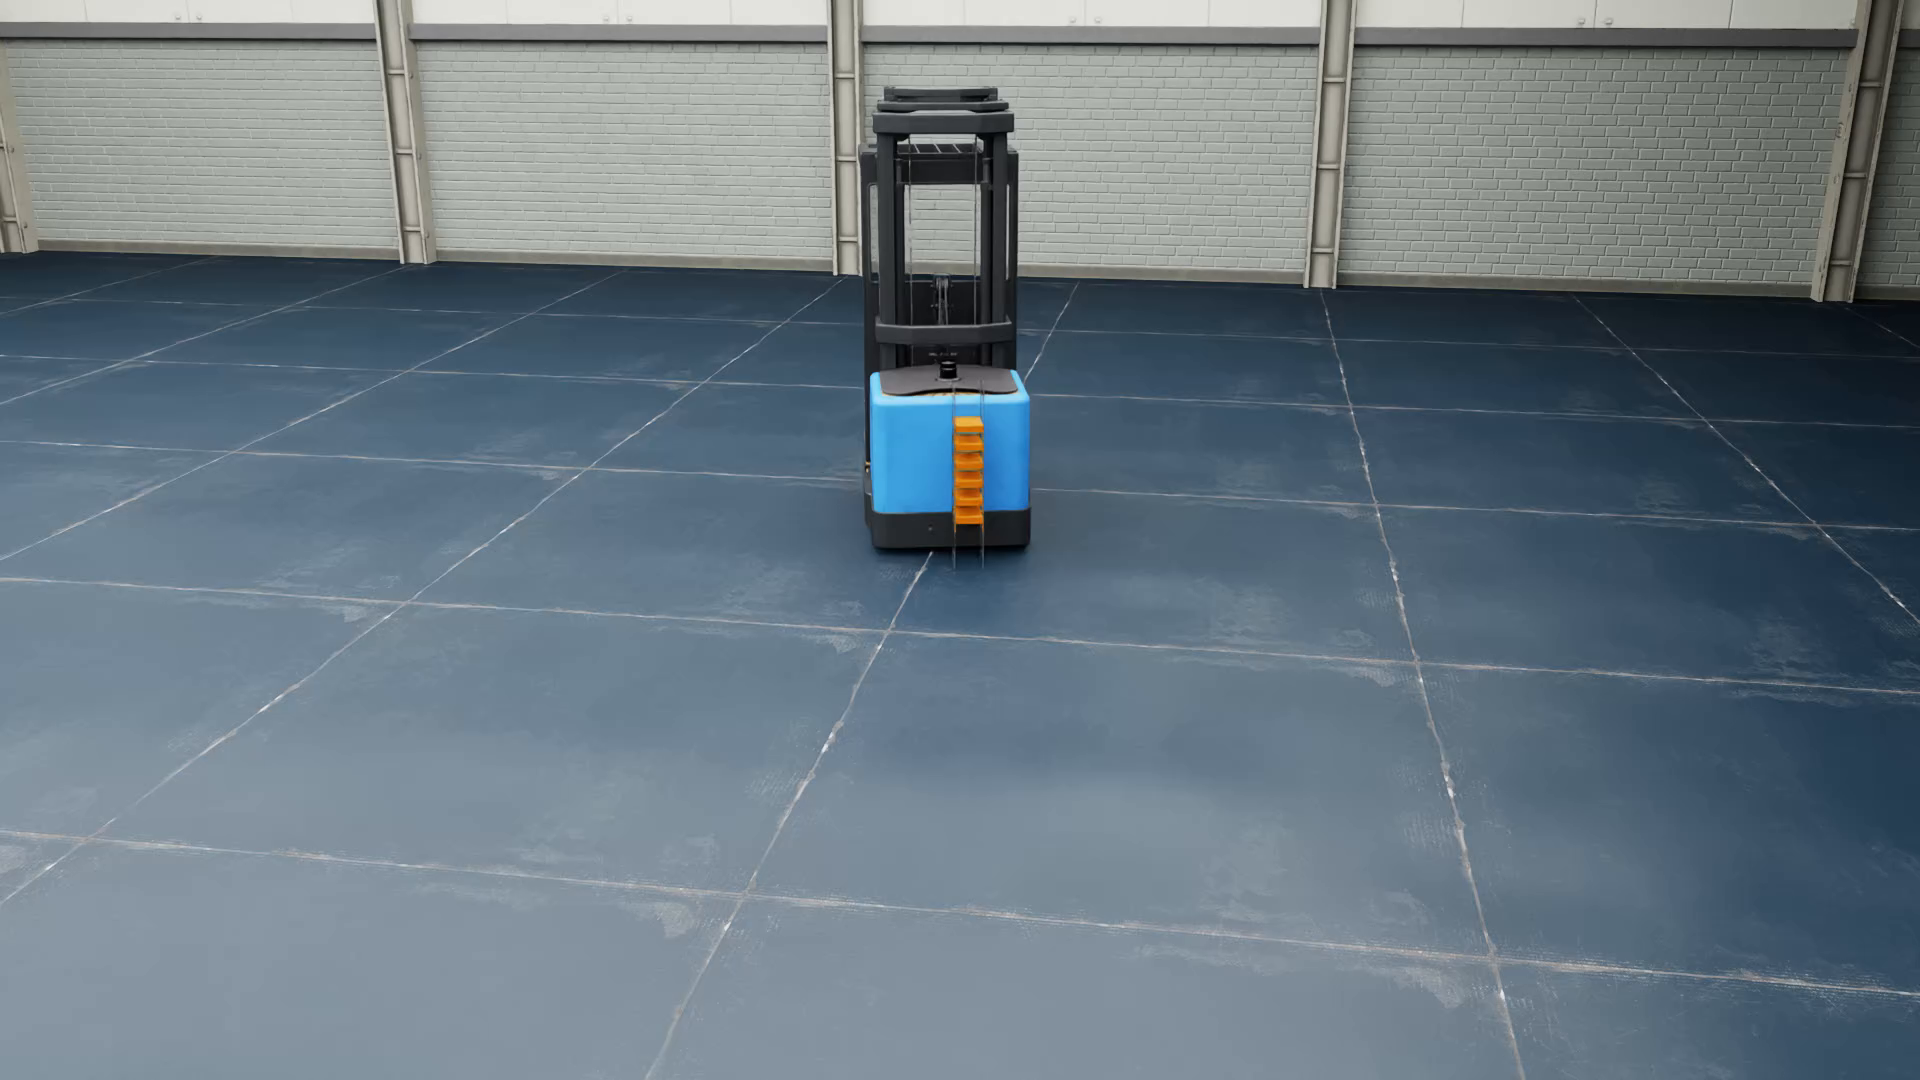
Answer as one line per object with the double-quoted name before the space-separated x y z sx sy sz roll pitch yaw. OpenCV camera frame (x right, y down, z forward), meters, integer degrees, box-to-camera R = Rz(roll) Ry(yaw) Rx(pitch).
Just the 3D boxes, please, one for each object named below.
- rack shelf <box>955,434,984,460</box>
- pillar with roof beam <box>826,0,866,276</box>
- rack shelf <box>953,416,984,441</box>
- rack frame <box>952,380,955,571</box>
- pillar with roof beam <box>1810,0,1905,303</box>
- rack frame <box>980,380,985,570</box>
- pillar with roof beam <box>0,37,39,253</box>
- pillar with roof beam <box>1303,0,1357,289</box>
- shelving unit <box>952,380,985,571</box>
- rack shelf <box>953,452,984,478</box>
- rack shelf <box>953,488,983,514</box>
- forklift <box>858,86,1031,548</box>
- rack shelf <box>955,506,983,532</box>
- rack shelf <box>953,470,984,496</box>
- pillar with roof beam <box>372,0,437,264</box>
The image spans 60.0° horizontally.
"rack shelf" 0.050 -0.597 10.578 0.180 0.103 0.258 -1 19 -4
"pillar with roof beam" -2.110 -6.396 16.237 0.400 9.000 9.100 3 19 9
"rack shelf" 0.050 -0.710 10.540 0.180 0.103 0.258 -1 19 -4
"rack frame" -0.041 -0.409 10.634 0.006 1.200 0.240 -1 19 -4
"pillar with roof beam" 9.738 -5.792 14.432 0.400 9.000 9.100 3 19 9
"rack frame" 0.141 -0.413 10.647 0.006 1.200 0.240 -1 19 -4
"pillar with roof beam" -13.959 -7.000 18.042 0.400 9.000 9.100 3 19 9
"pillar with roof beam" 3.814 -6.094 15.335 0.400 9.000 9.100 3 19 9
"shelving unit" 0.050 -0.411 10.641 0.189 1.200 0.258 -1 19 -4
"rack shelf" 0.050 -0.483 10.617 0.180 0.103 0.258 -1 19 -4
"rack shelf" 0.050 -0.255 10.693 0.180 0.103 0.258 -1 19 -4
"forklift" -0.161 -1.756 11.933 1.130 2.935 3.031 -1 19 -4
"rack shelf" 0.050 -0.142 10.731 0.180 0.103 0.258 -1 19 -4
"rack shelf" 0.050 -0.369 10.655 0.180 0.103 0.258 -1 19 -4
"pillar with roof beam" -8.034 -6.698 17.140 0.400 9.000 9.100 3 19 9
